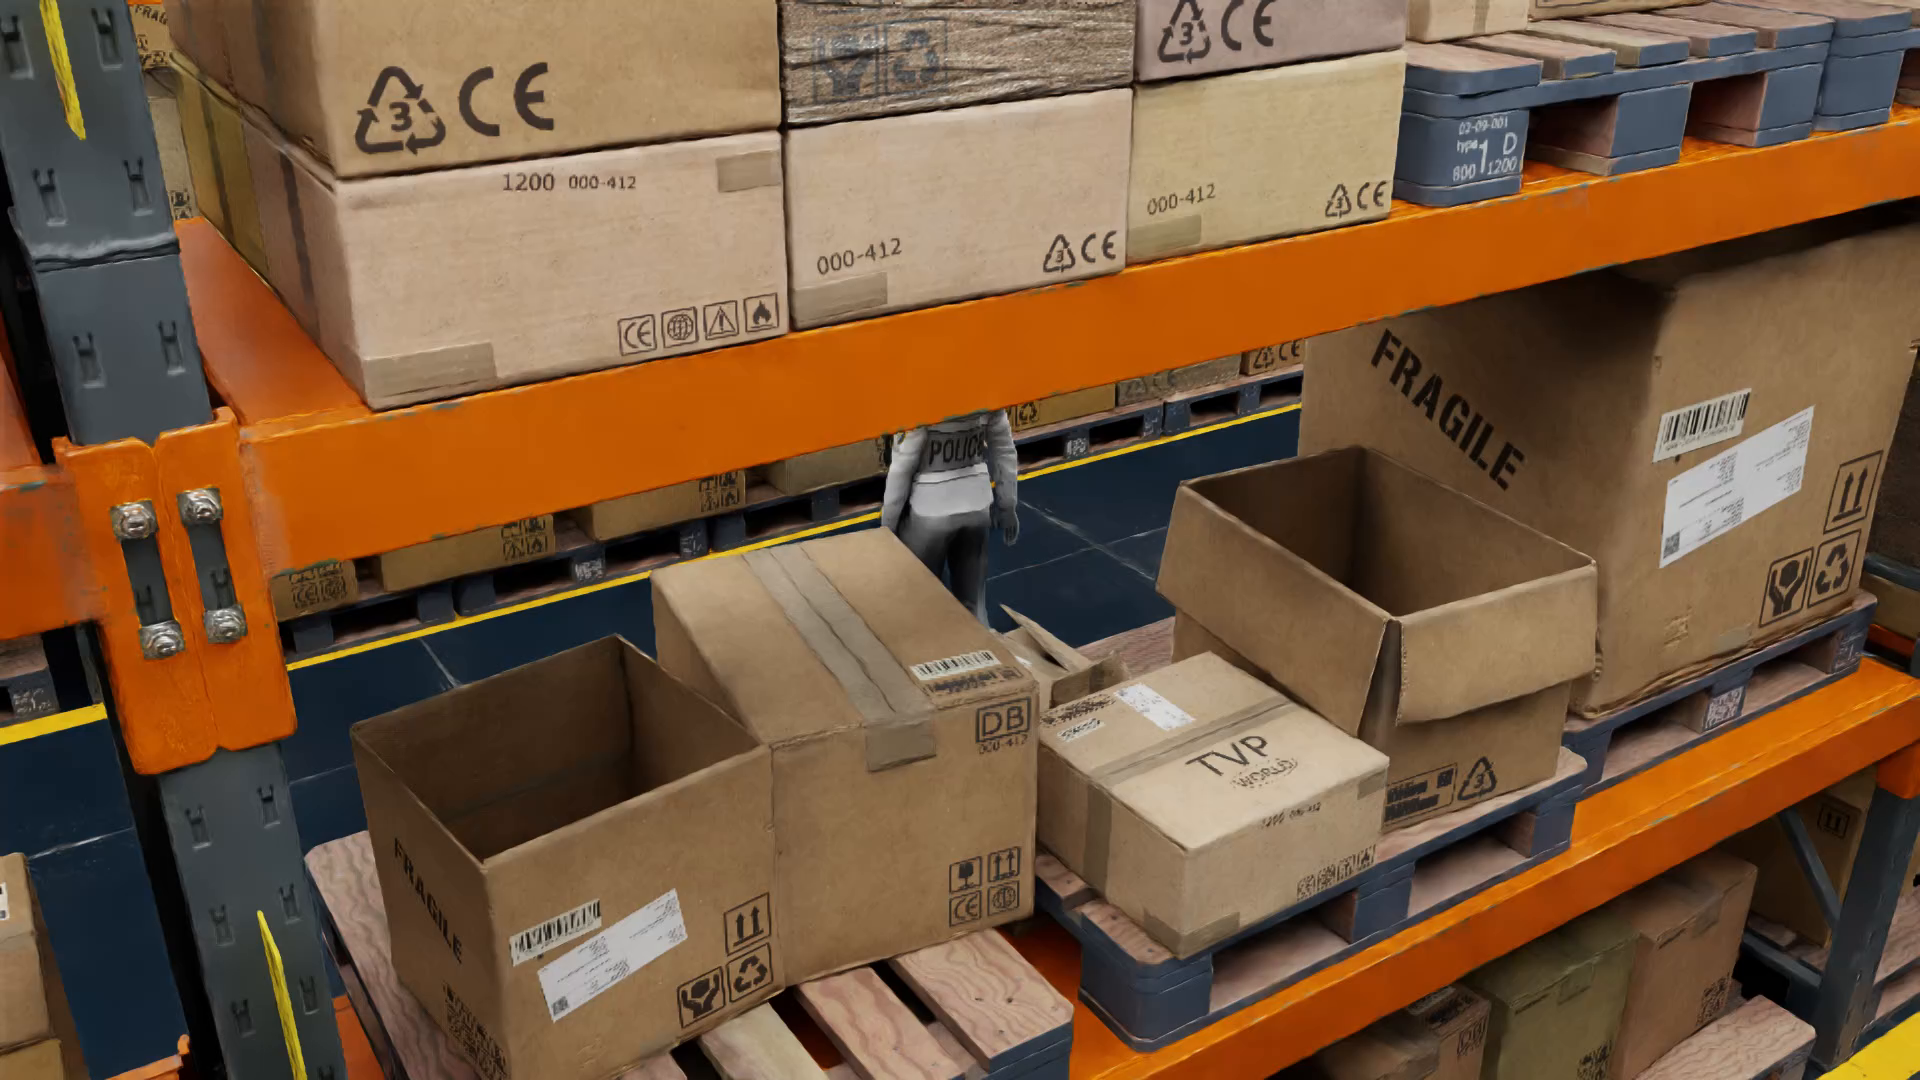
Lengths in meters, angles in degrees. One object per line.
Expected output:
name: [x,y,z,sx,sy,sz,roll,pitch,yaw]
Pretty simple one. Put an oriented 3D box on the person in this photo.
person: [-0.064,-0.105,6.262,0.569,1.685,0.404,-15,29,-29]
